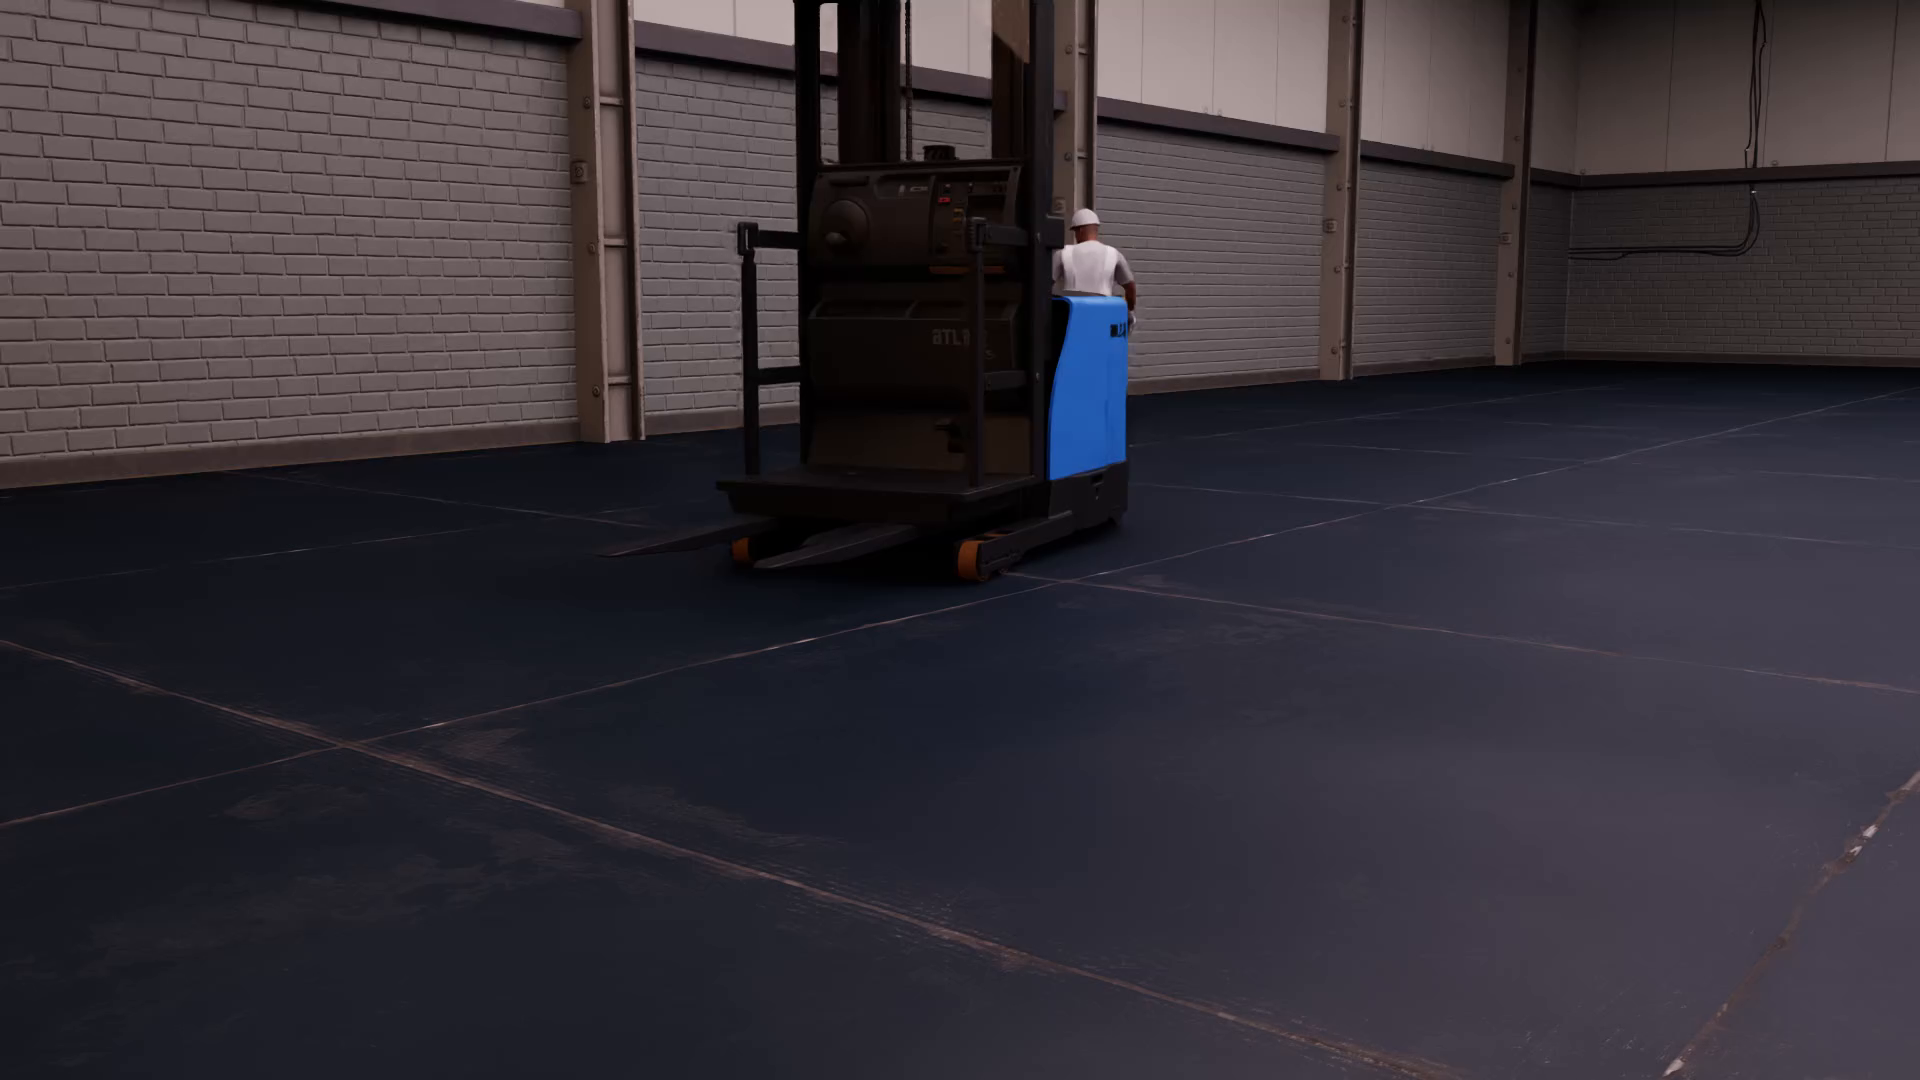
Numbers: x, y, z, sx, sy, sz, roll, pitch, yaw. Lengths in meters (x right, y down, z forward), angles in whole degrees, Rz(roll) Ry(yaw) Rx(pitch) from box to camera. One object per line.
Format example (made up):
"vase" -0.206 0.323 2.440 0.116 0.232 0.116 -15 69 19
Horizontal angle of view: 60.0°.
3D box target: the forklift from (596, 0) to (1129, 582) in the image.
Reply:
"forklift" -0.278 -1.360 6.575 1.130 2.935 3.031 4 9 24

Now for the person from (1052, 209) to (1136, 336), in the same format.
"person" 0.967 -1.722 13.188 0.848 1.776 0.488 1 8 6
